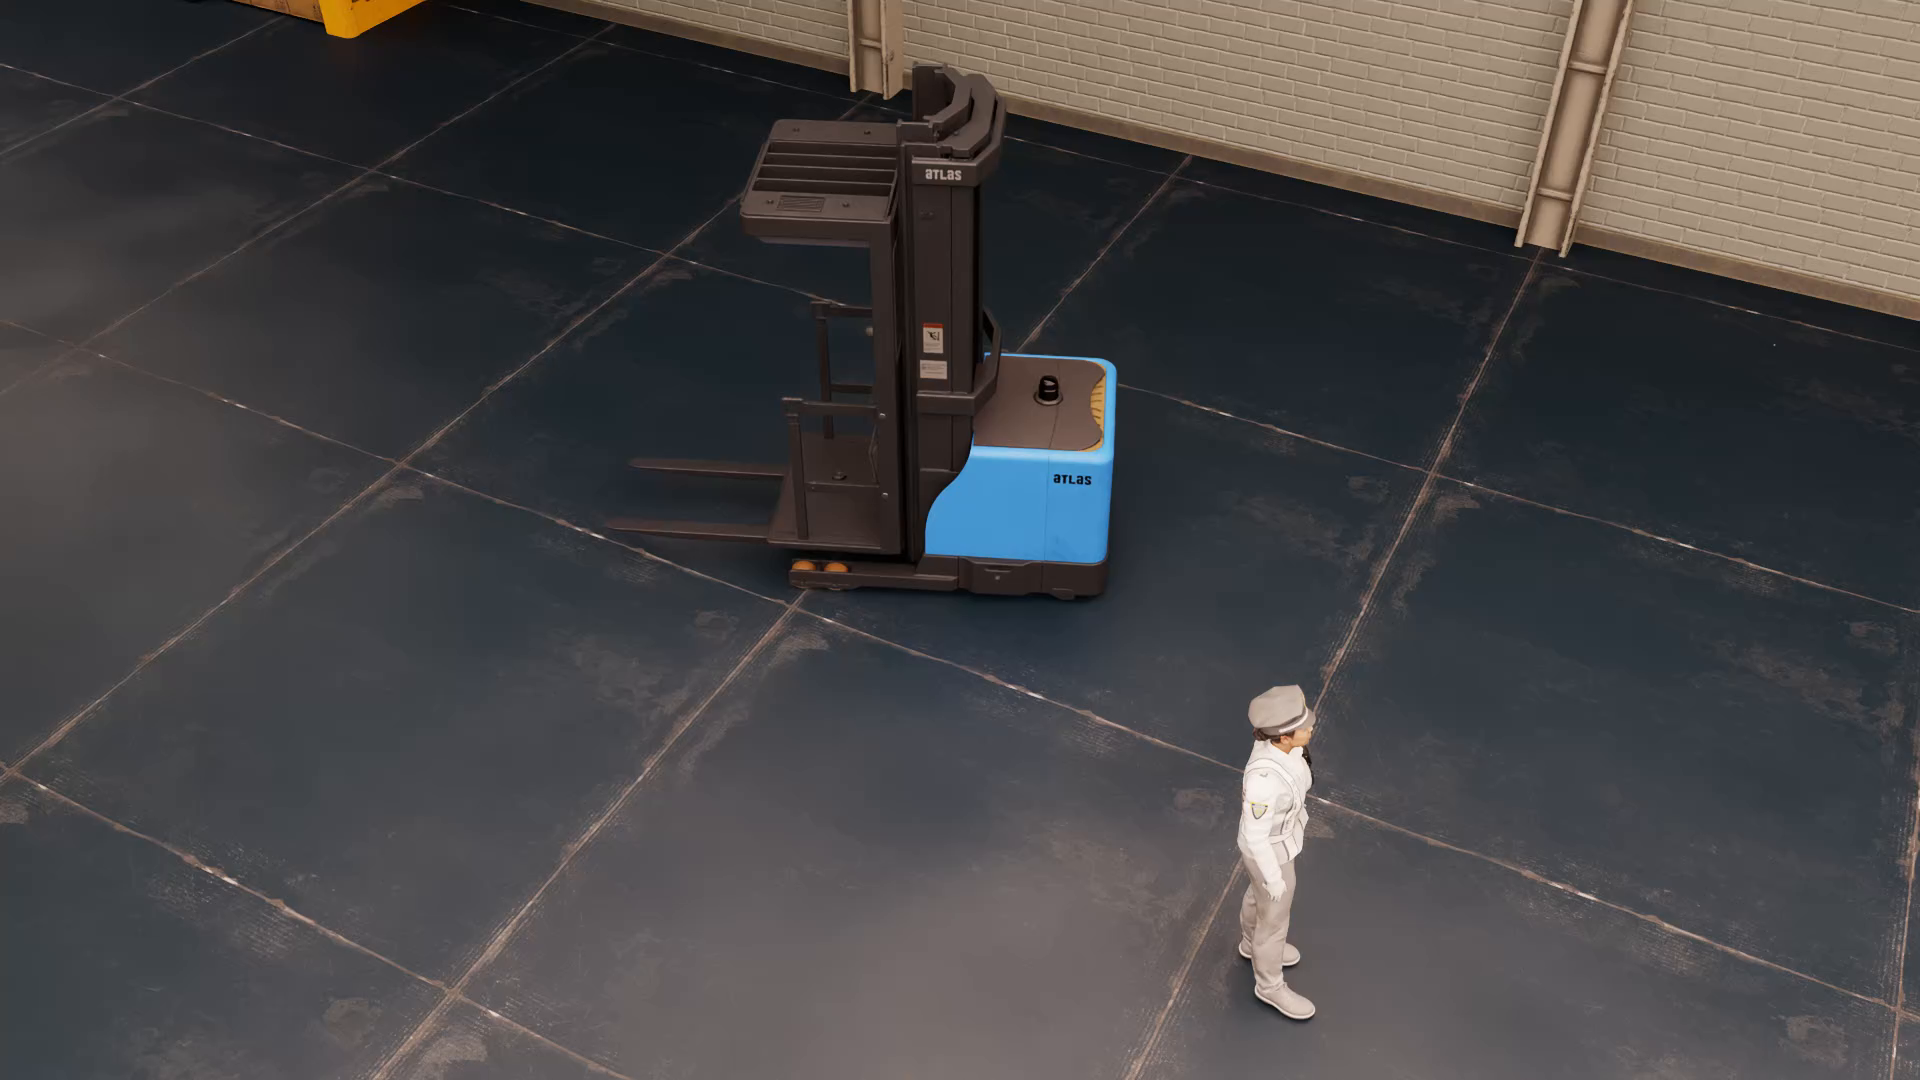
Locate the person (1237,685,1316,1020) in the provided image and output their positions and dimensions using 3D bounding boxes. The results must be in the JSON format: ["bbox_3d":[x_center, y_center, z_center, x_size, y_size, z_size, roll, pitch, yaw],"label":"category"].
[{"bbox_3d":[1.451,1.339,7.346,0.529,1.694,0.588,12,41,13],"label":"person"}]

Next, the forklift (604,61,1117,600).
[{"bbox_3d":[-0.606,-1.157,9.360,3.031,2.935,1.130,3,40,4],"label":"forklift"}]
